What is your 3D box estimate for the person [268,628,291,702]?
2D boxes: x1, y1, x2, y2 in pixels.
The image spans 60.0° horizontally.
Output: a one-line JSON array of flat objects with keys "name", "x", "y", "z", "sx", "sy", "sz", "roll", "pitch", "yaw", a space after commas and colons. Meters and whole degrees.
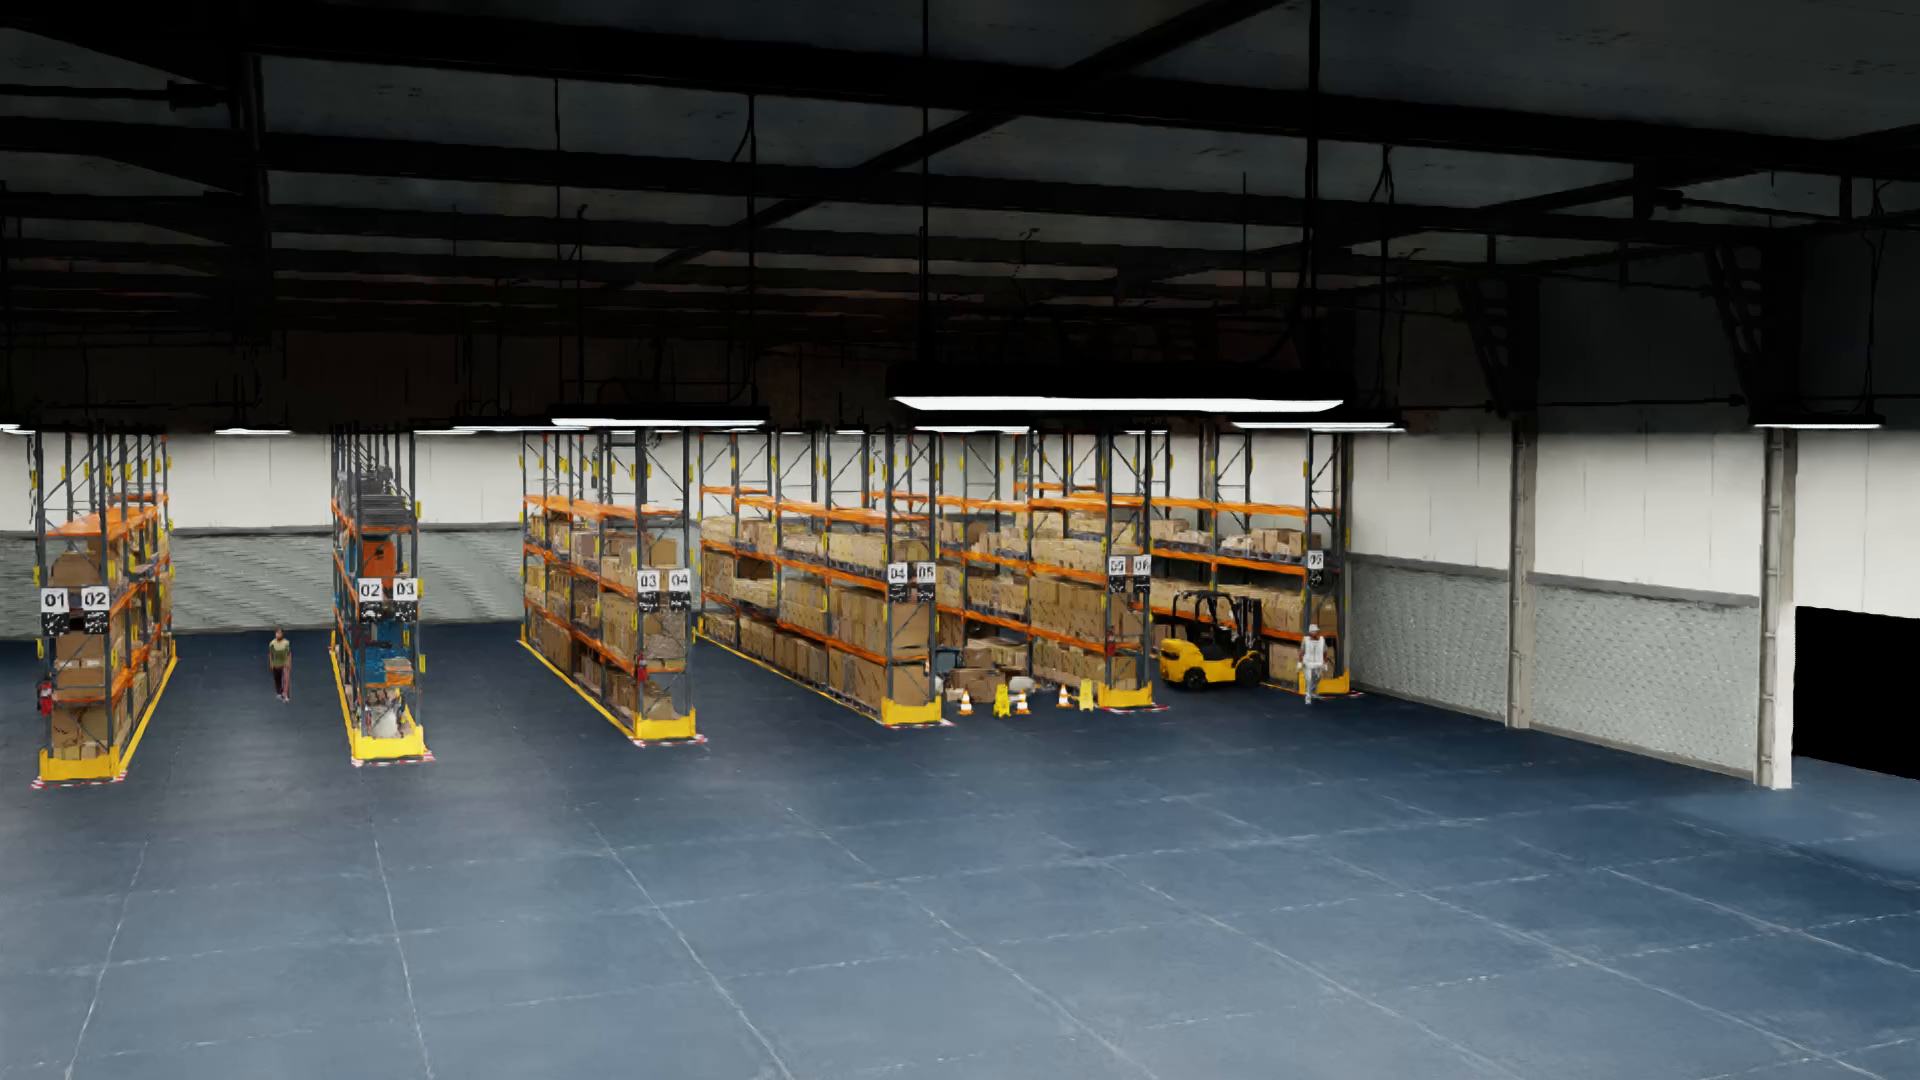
[{"name": "person", "x": -14.647, "y": 2.673, "z": 35.806, "sx": 0.448, "sy": 1.589, "sz": 1.110, "roll": -1, "pitch": 4, "yaw": -20}]

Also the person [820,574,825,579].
[{"name": "person", "x": -3.940, "y": 1.811, "z": 48.344, "sx": 0.642, "sy": 1.775, "sz": 0.768, "roll": -1, "pitch": 4, "yaw": -20}]

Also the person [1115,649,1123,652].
[{"name": "person", "x": 3.672, "y": 2.427, "z": 39.193, "sx": 0.544, "sy": 1.665, "sz": 0.573, "roll": 1, "pitch": 4, "yaw": 10}]

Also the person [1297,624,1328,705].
[{"name": "person", "x": 7.560, "y": 2.640, "z": 35.621, "sx": 0.605, "sy": 1.731, "sz": 0.983, "roll": 0, "pitch": 4, "yaw": -2}]
